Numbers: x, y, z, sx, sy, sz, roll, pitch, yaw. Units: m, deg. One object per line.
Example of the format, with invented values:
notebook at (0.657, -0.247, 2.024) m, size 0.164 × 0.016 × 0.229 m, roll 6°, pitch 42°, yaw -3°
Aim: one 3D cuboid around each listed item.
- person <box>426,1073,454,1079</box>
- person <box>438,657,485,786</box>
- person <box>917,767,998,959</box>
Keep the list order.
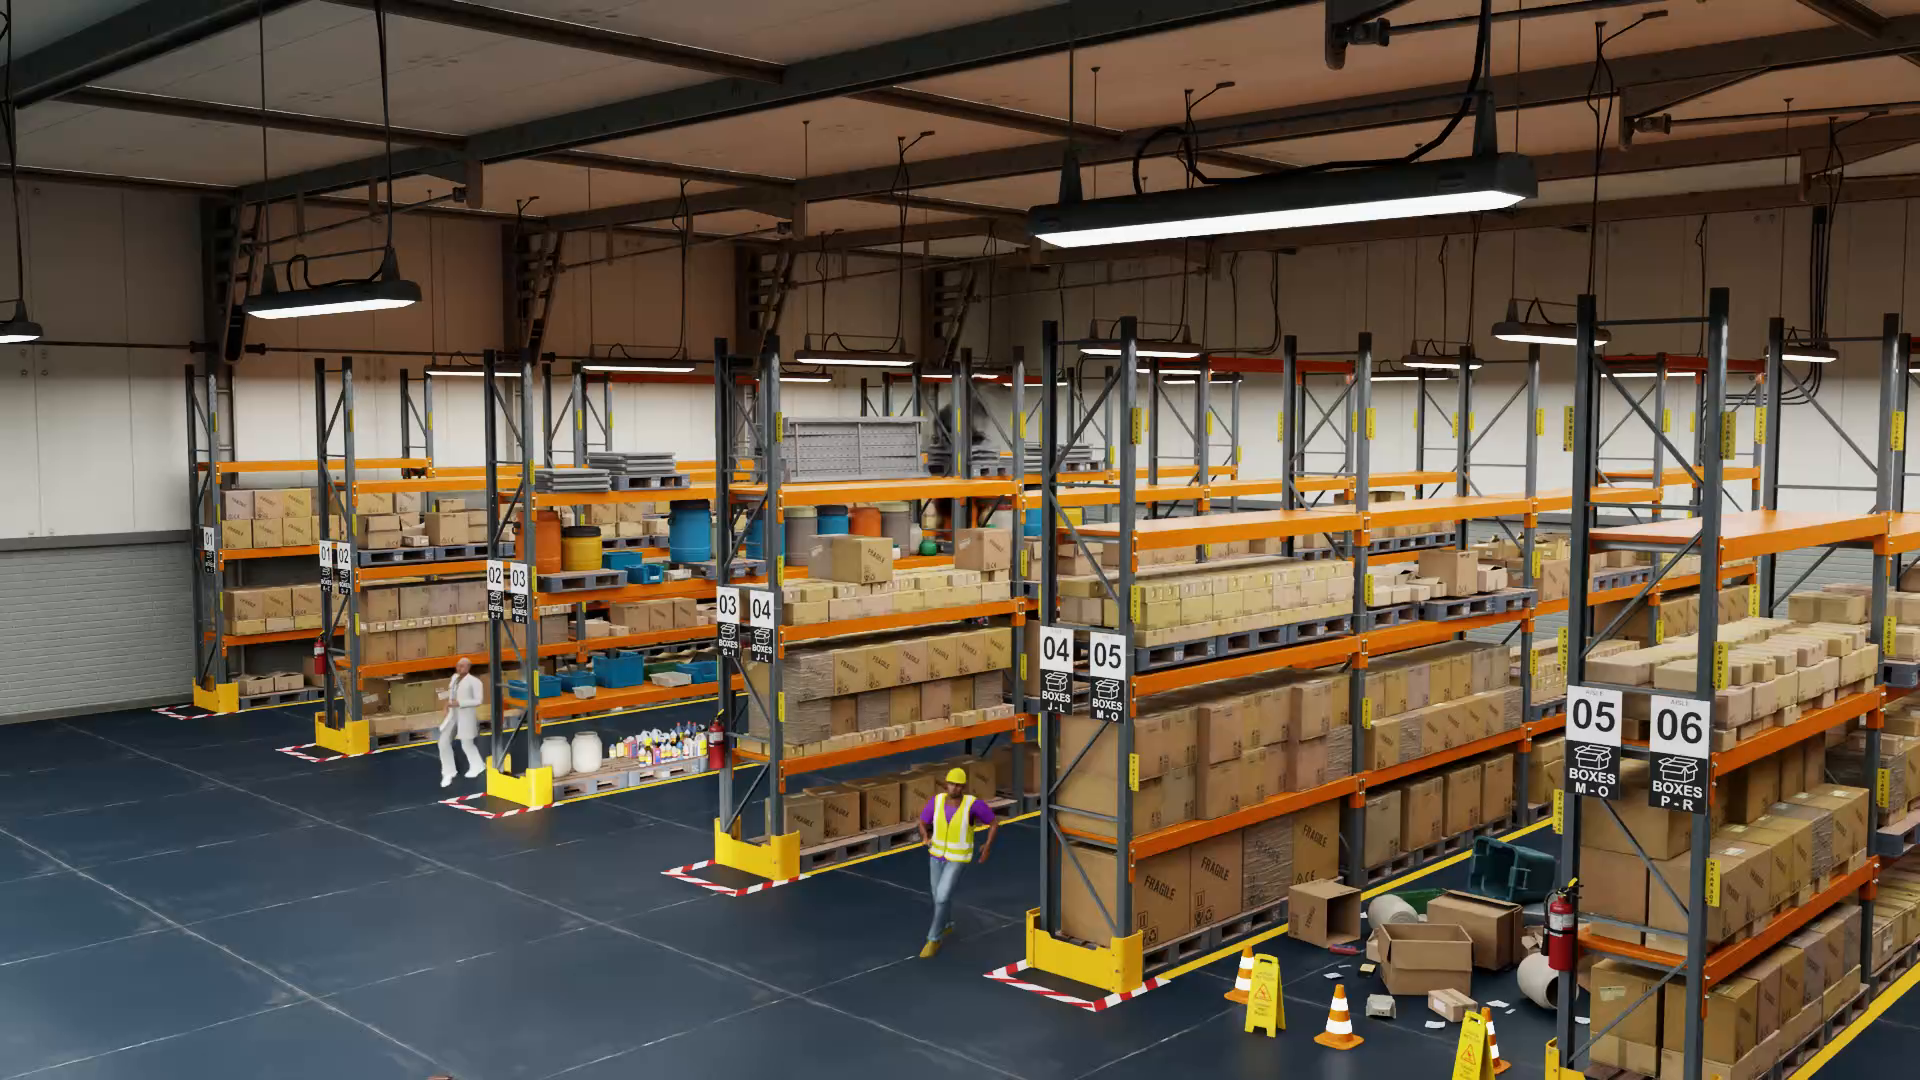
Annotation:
person at (-2.731, 3.659, 8.743) m, size 0.546 × 1.723 × 0.712 m, roll -1°, pitch 4°, yaw -11°
person at (-6.886, 2.545, 23.193) m, size 0.704 × 1.853 × 0.797 m, roll 2°, pitch 5°, yaw 25°
person at (-0.078, 3.076, 15.924) m, size 0.762 × 1.803 × 0.677 m, roll 2°, pitch 5°, yaw 27°
